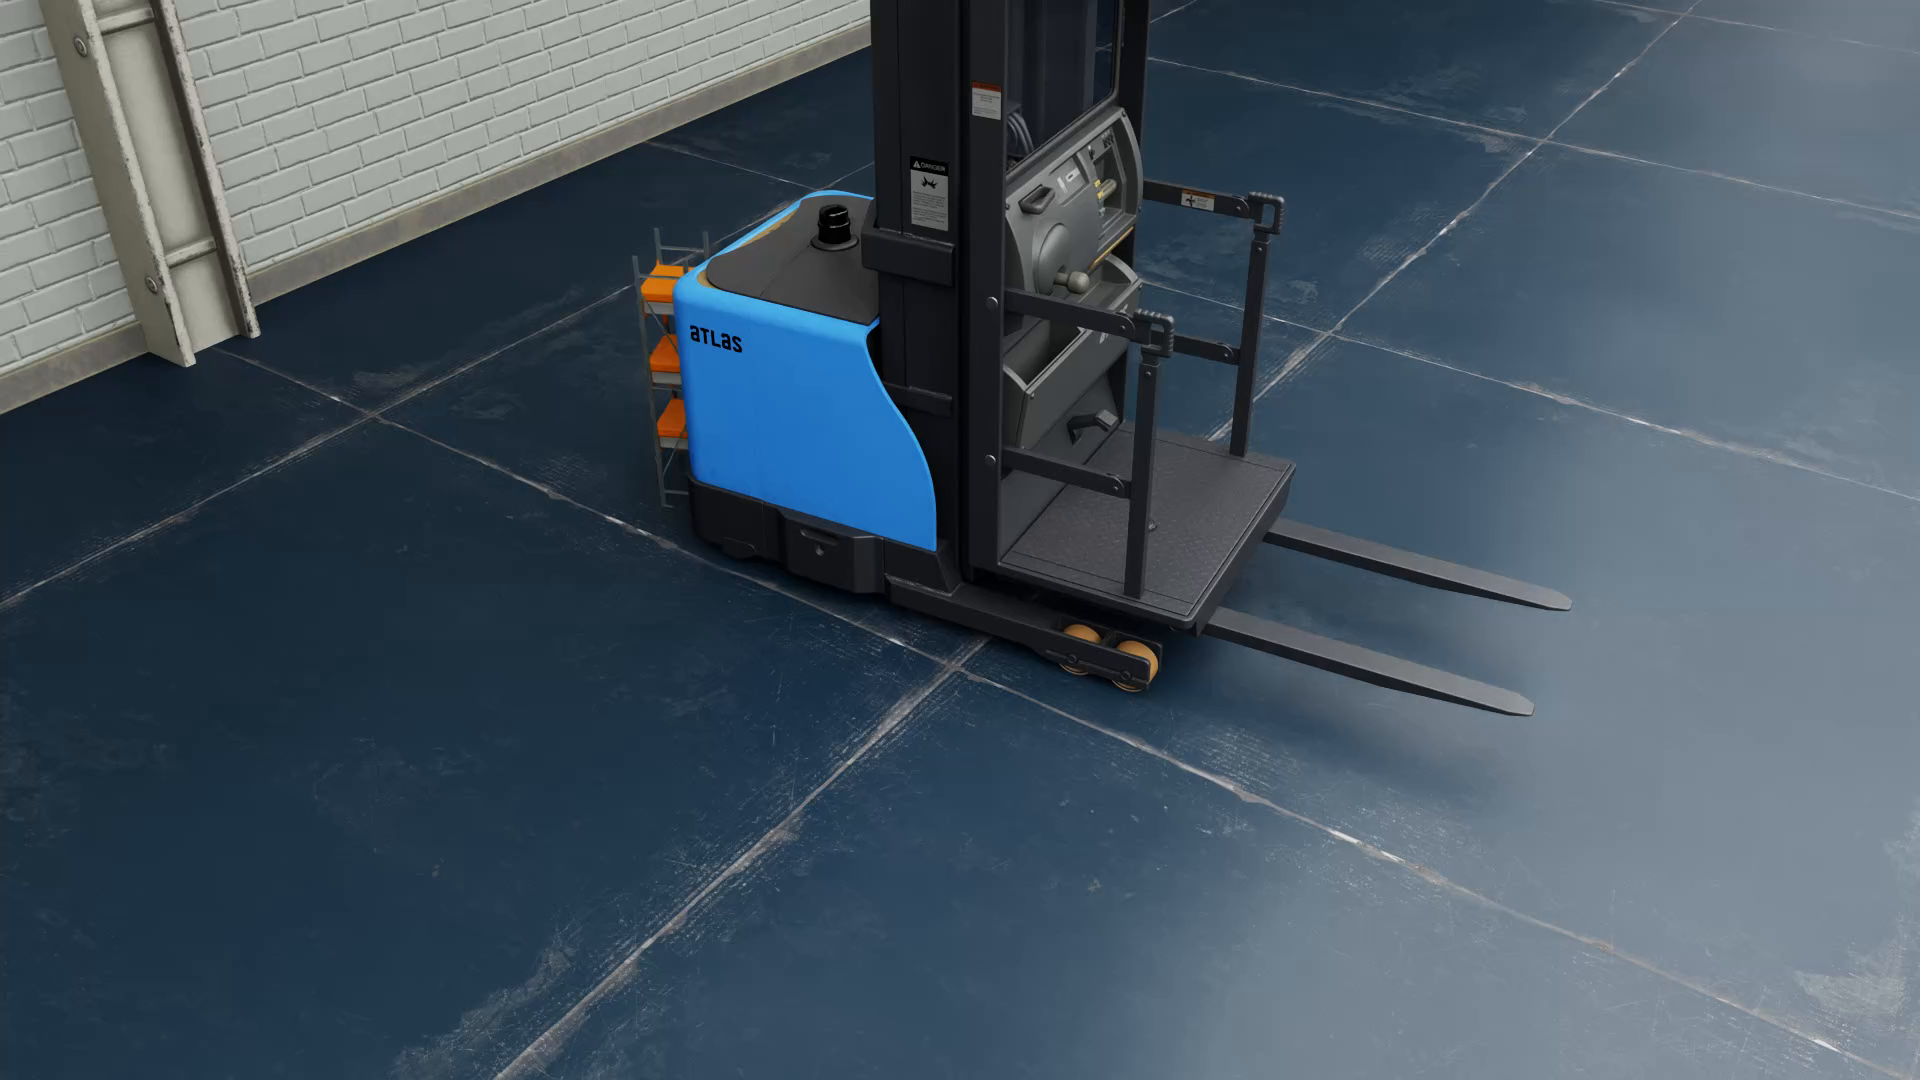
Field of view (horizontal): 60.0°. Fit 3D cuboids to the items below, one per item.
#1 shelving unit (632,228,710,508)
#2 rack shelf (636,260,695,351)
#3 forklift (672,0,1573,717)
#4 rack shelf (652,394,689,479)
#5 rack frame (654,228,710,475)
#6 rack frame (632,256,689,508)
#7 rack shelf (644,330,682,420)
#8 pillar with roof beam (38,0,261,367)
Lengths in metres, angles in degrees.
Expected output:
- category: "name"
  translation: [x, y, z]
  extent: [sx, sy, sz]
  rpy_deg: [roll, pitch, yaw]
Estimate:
- category: "shelving unit"
  translation: [-1.035, -0.623, 6.234]
  extent: [0.215, 1.050, 0.252]
  rpy_deg: [5, 34, 8]
- category: "rack shelf"
  translation: [-1.035, -0.849, 6.081]
  extent: [0.215, 0.259, 0.240]
  rpy_deg: [5, 34, 8]
- category: "forklift"
  translation: [0.552, -1.053, 5.191]
  extent: [3.031, 2.935, 1.130]
  rpy_deg: [16, 37, 23]
- category: "rack shelf"
  translation: [-1.035, -0.384, 6.395]
  extent: [0.215, 0.259, 0.240]
  rpy_deg: [5, 34, 8]
- category: "rack frame"
  translation: [-1.015, -0.690, 6.333]
  extent: [0.200, 1.050, 0.008]
  rpy_deg: [5, 34, 8]
- category: "rack frame"
  translation: [-1.055, -0.555, 6.134]
  extent: [0.200, 1.050, 0.008]
  rpy_deg: [5, 34, 8]
- category: "rack shelf"
  translation: [-1.035, -0.614, 6.240]
  extent: [0.215, 0.259, 0.240]
  rpy_deg: [5, 34, 8]
- category: "pillar with roof beam"
  translation: [0.085, -3.258, 3.035]
  extent: [9.100, 9.000, 0.400]
  rpy_deg: [21, 39, 28]
